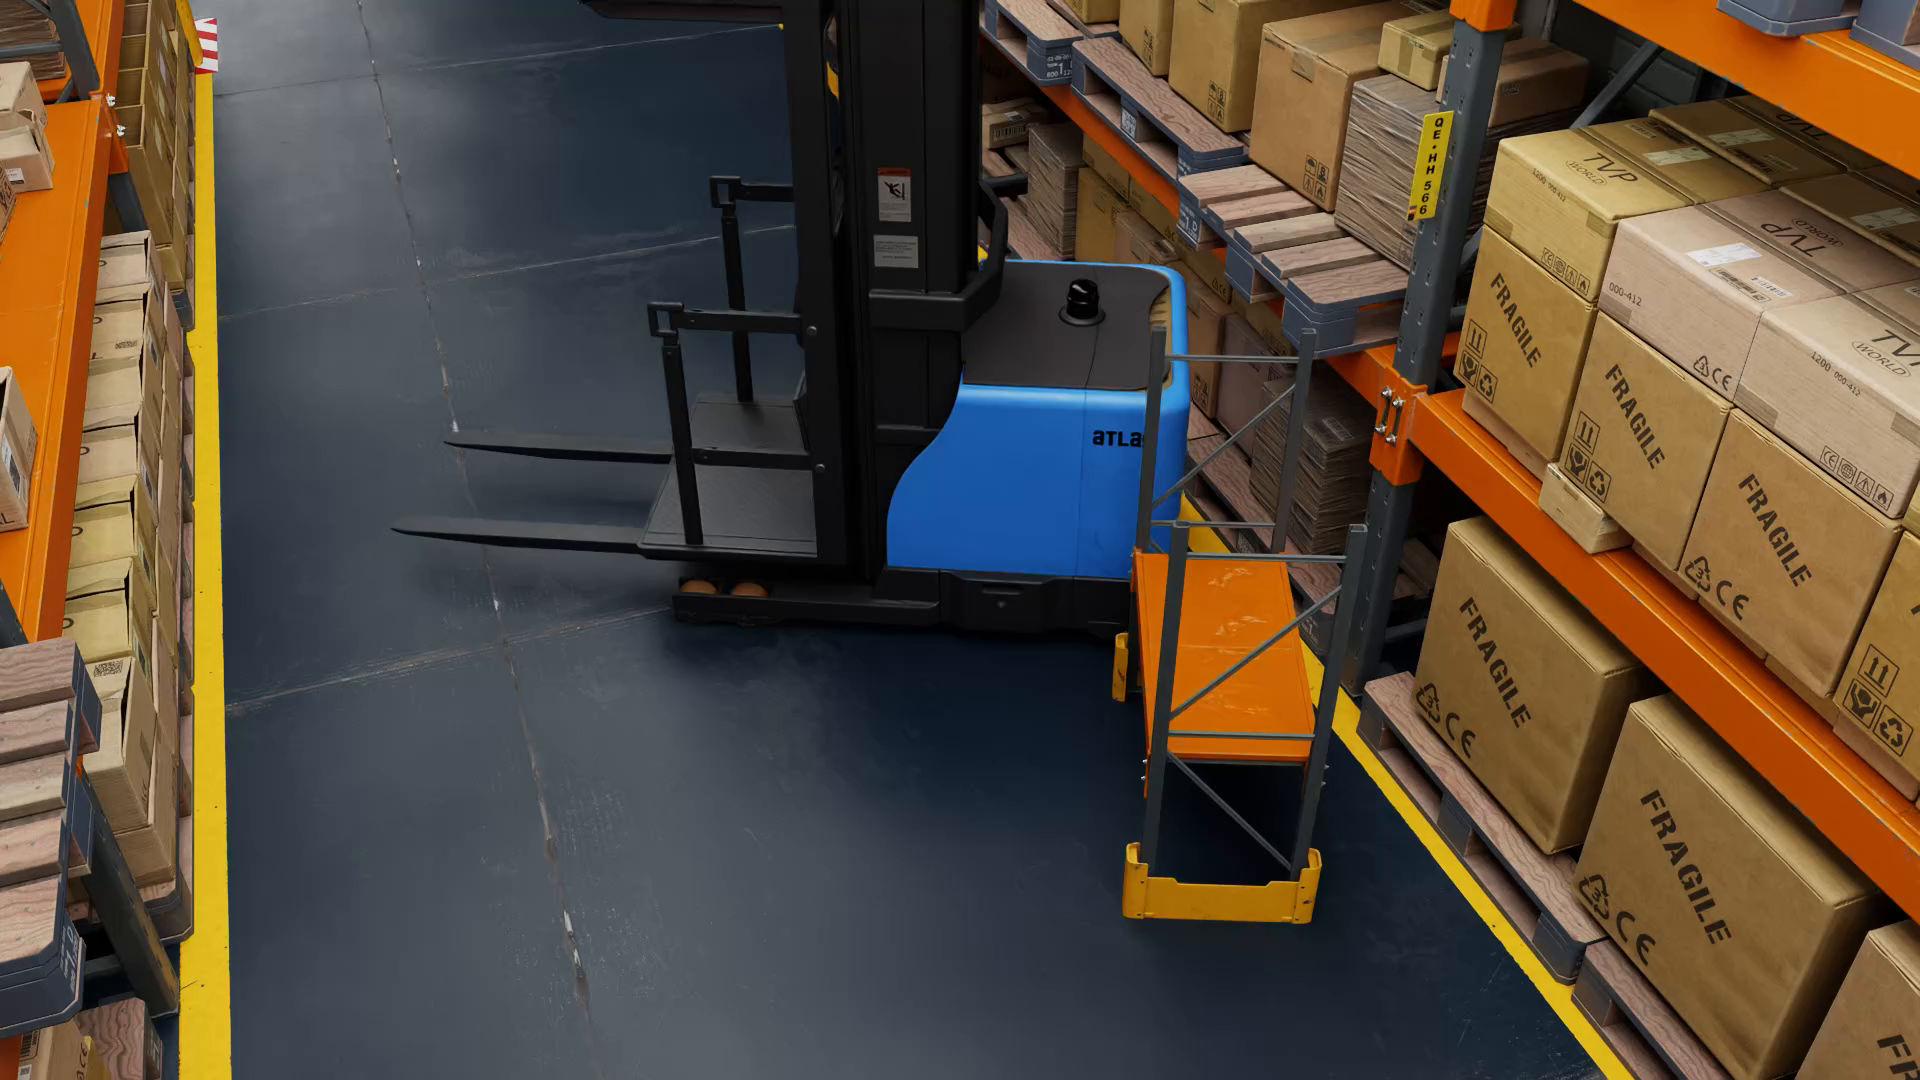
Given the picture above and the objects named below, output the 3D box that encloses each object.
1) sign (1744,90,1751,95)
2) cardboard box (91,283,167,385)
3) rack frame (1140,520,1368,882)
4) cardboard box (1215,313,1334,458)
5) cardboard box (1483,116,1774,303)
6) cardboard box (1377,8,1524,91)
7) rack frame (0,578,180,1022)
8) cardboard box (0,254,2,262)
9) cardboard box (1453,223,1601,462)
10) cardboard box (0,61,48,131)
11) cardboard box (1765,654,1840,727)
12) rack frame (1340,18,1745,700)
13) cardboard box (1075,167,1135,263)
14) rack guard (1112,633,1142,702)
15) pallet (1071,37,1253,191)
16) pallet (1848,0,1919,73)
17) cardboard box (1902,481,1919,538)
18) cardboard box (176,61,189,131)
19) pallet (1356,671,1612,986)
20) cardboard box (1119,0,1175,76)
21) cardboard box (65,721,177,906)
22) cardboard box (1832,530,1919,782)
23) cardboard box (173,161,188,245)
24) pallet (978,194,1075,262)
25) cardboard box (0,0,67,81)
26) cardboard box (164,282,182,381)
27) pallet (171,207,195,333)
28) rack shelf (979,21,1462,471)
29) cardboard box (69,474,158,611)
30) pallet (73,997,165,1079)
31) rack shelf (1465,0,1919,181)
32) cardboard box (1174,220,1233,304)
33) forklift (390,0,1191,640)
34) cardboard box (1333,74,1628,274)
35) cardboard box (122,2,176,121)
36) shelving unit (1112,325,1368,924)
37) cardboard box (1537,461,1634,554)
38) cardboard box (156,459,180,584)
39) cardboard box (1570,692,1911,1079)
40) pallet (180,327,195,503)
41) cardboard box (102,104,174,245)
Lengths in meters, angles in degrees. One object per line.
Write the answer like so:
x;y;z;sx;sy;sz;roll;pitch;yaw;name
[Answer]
2.381;-1.340;5.073;0.100;0.325;0.005;-12;39;-16;sign
-3.572;-0.824;6.821;0.500;0.311;0.500;-11;38;-15;cardboard box
0.802;0.562;4.757;0.500;1.500;0.032;1;37;2;rack frame
1.496;-0.649;6.830;0.700;0.500;0.500;-13;39;-16;cardboard box
1.785;-0.901;4.482;0.500;0.250;0.500;-12;38;-15;cardboard box
1.590;-1.603;5.397;0.380;0.149;0.250;-19;41;-23;cardboard box
-2.789;0.267;3.902;1.000;3.000;0.127;-12;39;-16;rack frame
-3.563;-1.015;5.521;0.500;0.500;0.500;-12;39;-16;cardboard box
1.788;-0.600;4.706;0.500;0.500;0.500;-11;38;-15;cardboard box
-3.955;-1.663;6.590;0.500;0.250;0.500;-10;38;-13;cardboard box
2.226;0.287;4.068;0.380;0.149;0.250;-12;39;-15;cardboard box
1.861;-0.760;5.266;1.000;3.000;0.127;-12;39;-16;rack frame
0.978;-1.504;7.965;0.700;0.500;0.500;-13;39;-17;cardboard box
0.843;0.462;5.929;0.587;0.250;0.087;1;37;2;rack guard
1.141;-1.794;6.798;1.003;0.211;1.213;-12;39;-16;pallet
2.520;-0.899;3.115;1.003;0.211;1.213;-11;38;-14;pallet
2.318;-0.045;3.346;0.500;0.250;0.500;-13;39;-17;cardboard box
-4.723;-2.518;9.536;0.500;0.250;0.500;-12;39;-16;cardboard box
2.062;0.814;5.493;1.003;0.211;1.213;-12;39;-16;pallet
1.069;-2.259;6.807;0.700;0.500;0.500;-7;38;-10;cardboard box
-2.693;0.841;5.076;0.500;0.250;0.500;-13;39;-16;cardboard box
2.316;0.271;3.550;0.500;0.500;0.500;-11;38;-15;cardboard box
-4.207;-1.670;8.410;0.500;0.250;0.500;-12;39;-16;cardboard box
0.754;-1.467;8.522;1.003;0.211;1.213;-12;39;-16;pallet
-4.324;-2.282;7.203;0.700;0.500;0.500;-13;39;-17;cardboard box
-3.750;-0.888;7.372;0.500;0.250;0.500;-13;39;-16;cardboard box
-4.400;-1.337;8.349;1.003;0.211;1.213;-12;39;-16;pallet
1.173;-1.603;6.983;1.077;0.370;4.000;-12;39;-16;rack shelf
-3.055;0.034;5.683;0.500;0.311;0.500;-13;39;-17;cardboard box
-2.567;1.811;4.171;1.003;0.211;1.213;-12;39;-16;pallet
2.549;-0.541;3.080;1.077;0.370;4.000;-12;39;-16;rack shelf
1.245;-1.258;7.015;0.500;0.250;0.500;-13;39;-16;cardboard box
-0.672;-1.157;5.850;3.031;2.935;1.130;3;37;4;forklift
1.690;-1.240;5.454;0.700;0.500;0.500;-17;40;-21;cardboard box
-4.549;-2.535;8.935;0.500;0.500;0.500;-12;39;-16;cardboard box
0.823;0.262;5.156;0.587;1.500;1.083;1;37;2;shelving unit
1.847;-0.122;4.612;0.380;0.149;0.250;-11;38;-15;cardboard box
-3.228;-0.025;6.226;0.500;0.250;0.500;-12;39;-15;cardboard box
2.286;0.869;4.541;0.750;0.750;0.750;-13;39;-16;cardboard box
-3.875;-0.470;7.199;1.003;0.211;1.213;-12;39;-16;pallet
-4.031;-1.688;7.811;0.500;0.500;0.500;-12;39;-16;cardboard box
